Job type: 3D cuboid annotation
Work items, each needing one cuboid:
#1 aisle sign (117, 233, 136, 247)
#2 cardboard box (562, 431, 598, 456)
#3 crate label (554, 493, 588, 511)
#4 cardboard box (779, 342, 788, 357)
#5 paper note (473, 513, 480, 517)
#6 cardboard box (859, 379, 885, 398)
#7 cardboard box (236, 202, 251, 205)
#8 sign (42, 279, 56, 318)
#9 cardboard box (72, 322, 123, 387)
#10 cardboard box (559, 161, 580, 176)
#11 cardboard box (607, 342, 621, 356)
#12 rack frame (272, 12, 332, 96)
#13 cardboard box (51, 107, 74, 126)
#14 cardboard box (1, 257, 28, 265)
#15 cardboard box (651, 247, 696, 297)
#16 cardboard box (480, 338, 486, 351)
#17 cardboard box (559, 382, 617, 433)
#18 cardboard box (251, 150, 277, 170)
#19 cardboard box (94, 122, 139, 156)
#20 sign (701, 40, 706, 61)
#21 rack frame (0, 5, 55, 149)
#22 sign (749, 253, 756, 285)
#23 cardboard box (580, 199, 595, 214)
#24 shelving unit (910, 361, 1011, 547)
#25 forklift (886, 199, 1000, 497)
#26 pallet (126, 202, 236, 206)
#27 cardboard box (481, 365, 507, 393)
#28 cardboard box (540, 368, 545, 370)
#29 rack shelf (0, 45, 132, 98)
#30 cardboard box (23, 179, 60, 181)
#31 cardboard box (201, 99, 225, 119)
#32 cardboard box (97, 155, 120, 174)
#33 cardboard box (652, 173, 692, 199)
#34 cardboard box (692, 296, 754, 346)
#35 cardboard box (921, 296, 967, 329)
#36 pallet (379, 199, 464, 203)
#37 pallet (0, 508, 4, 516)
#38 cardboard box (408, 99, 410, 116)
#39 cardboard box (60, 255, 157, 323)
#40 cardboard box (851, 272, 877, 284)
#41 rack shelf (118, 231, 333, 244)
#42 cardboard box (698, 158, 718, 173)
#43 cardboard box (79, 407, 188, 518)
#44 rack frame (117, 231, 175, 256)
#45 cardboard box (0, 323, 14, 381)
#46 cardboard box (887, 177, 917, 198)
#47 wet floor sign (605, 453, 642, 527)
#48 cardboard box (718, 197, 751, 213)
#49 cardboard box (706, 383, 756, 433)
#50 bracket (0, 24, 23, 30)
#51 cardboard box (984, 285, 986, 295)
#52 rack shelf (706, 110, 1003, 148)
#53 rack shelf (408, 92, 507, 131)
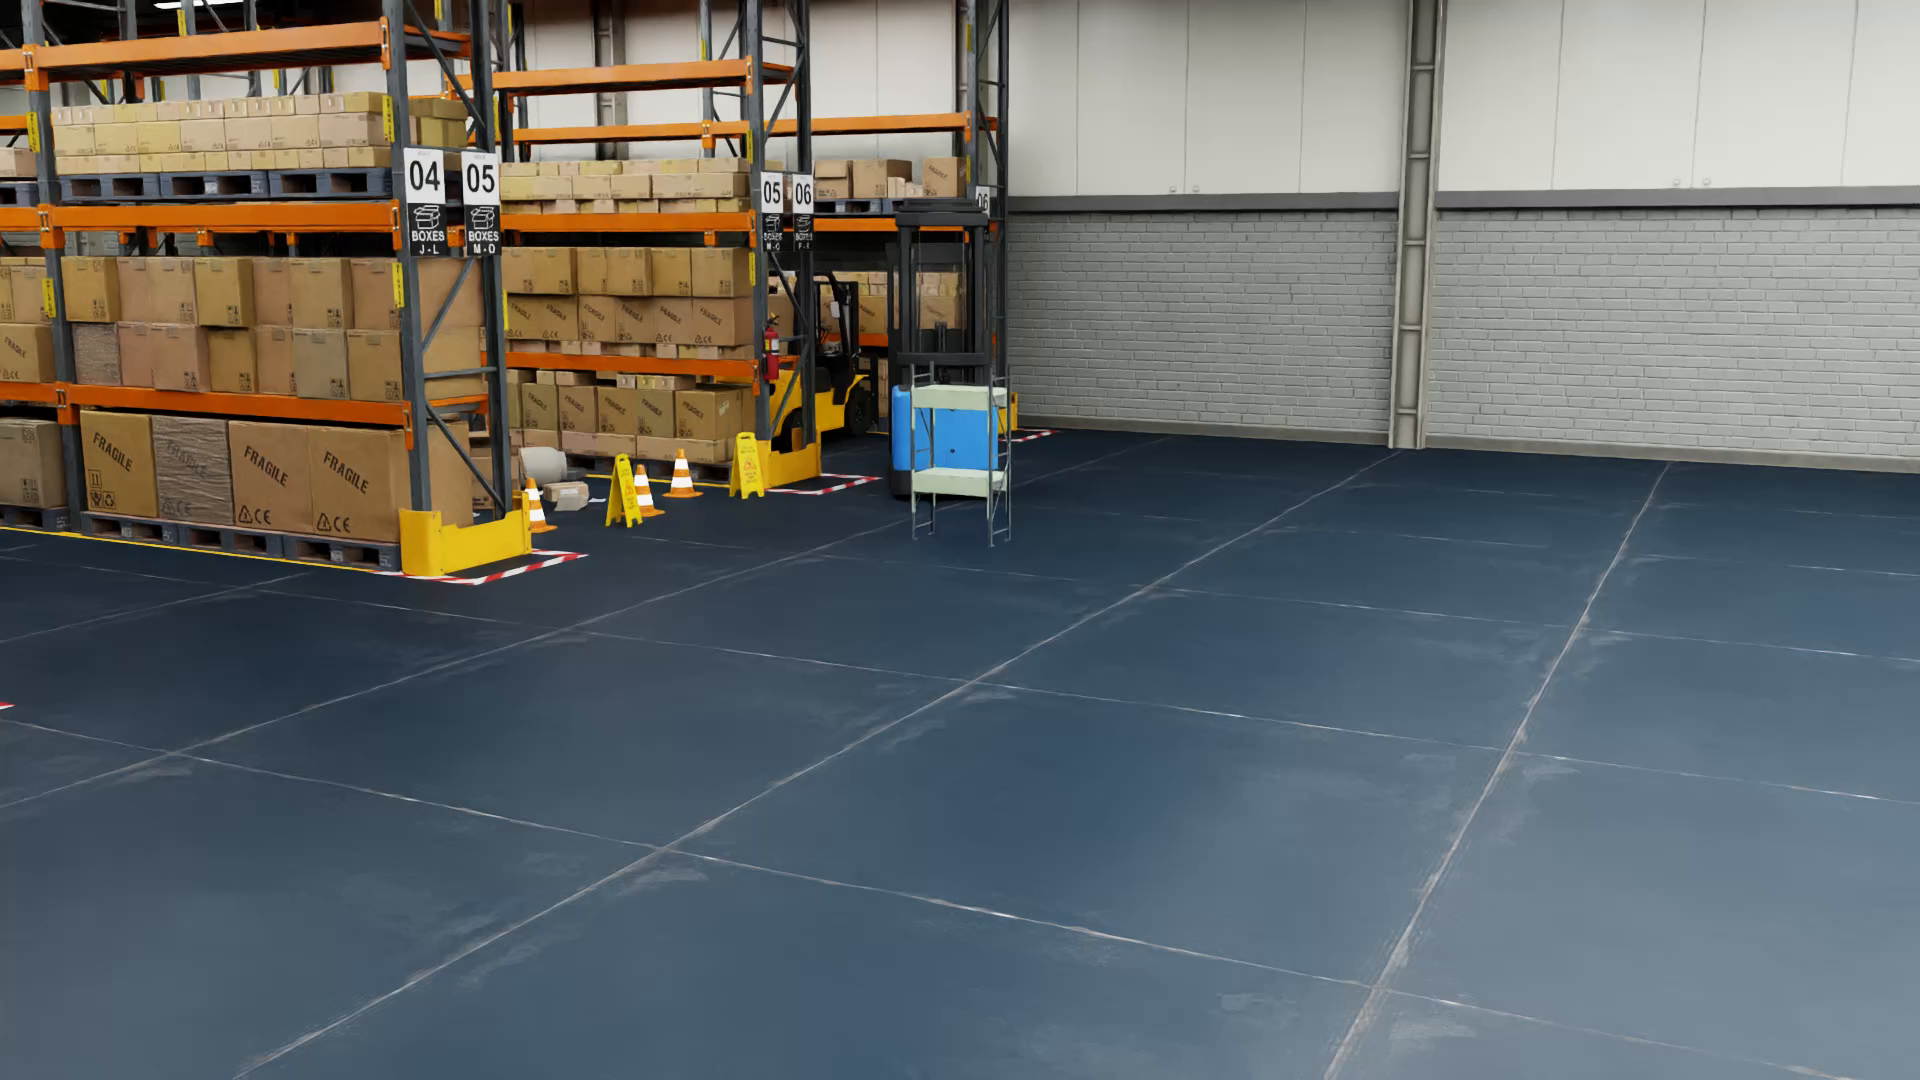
[{"bbox_3d":[-14.179,-5.390,28.291,0.004,0.787,0.394,5,11,26],"label":"aisle sign"},{"bbox_3d":[-4.049,-1.096,18.407,0.500,0.250,0.500,5,11,25],"label":"cardboard box"},{"bbox_3d":[-3.707,-0.366,15.868,0.298,0.136,0.250,-1,10,-4],"label":"crate label"},{"bbox_3d":[-2.045,-2.035,17.757,0.250,0.149,0.380,5,11,26],"label":"cardboard box"},{"bbox_3d":[-4.550,-0.230,15.419,0.144,0.017,0.142,-10,14,-43],"label":"paper note"},{"bbox_3d":[-1.132,-2.058,22.319,0.500,0.250,0.500,5,11,25],"label":"cardboard box"},{"bbox_3d":[-8.570,-4.067,20.234,0.258,0.266,0.396,5,11,26],"label":"cardboard box"},{"bbox_3d":[-7.750,-2.059,14.155,0.005,0.325,0.100,5,11,26],"label":"sign"},{"bbox_3d":[-7.183,-1.662,14.570,0.550,0.550,0.875,5,11,26],"label":"cardboard box"},{"bbox_3d":[-4.089,-3.988,17.886,0.250,0.149,0.380,5,11,25],"label":"cardboard box"},{"bbox_3d":[-3.625,-2.094,18.083,0.250,0.149,0.380,5,11,26],"label":"cardboard box"},{"bbox_3d":[-10.401,-6.789,26.477,0.127,3.000,1.000,5,11,26],"label":"rack frame"},{"bbox_3d":[-7.343,-3.533,13.913,0.250,0.149,0.380,5,11,26],"label":"cardboard box"},{"bbox_3d":[-12.326,-3.505,22.086,0.500,0.500,0.500,5,11,26],"label":"cardboard box"},{"bbox_3d":[-2.838,-2.833,17.537,0.500,0.500,0.700,5,11,26],"label":"cardboard box"},{"bbox_3d":[-5.279,-2.214,18.748,0.250,0.149,0.380,5,11,26],"label":"cardboard box"},{"bbox_3d":[-4.060,-1.466,18.341,0.500,0.500,0.500,6,12,29],"label":"cardboard box"},{"bbox_3d":[-5.293,-2.961,12.990,0.250,0.149,0.380,5,11,25],"label":"cardboard box"},{"bbox_3d":[-6.751,-3.297,13.729,0.500,0.250,0.500,5,11,25],"label":"cardboard box"},{"bbox_3d":[-3.456,-6.570,22.419,0.005,0.325,0.100,5,11,26],"label":"sign"},{"bbox_3d":[-12.594,-5.996,22.095,0.127,3.000,1.000,5,11,26],"label":"rack frame"},{"bbox_3d":[-2.096,-2.737,16.792,0.005,0.325,0.100,5,11,26],"label":"sign"},{"bbox_3d":[-3.864,-3.581,17.876,0.250,0.149,0.380,5,11,26],"label":"cardboard box"},{"bbox_3d":[0.006,-0.737,14.094,0.755,1.500,0.431,5,11,26],"label":"shelving unit"},{"bbox_3d":[-0.225,-2.088,17.535,1.130,2.935,3.031,-1,10,-3],"label":"forklift"},{"bbox_3d":[-9.608,-4.155,20.871,1.003,0.211,1.213,6,12,28],"label":"pallet"},{"bbox_3d":[-7.288,-2.498,25.449,0.500,0.500,0.500,5,12,27],"label":"cardboard box"},{"bbox_3d":[-6.260,-2.509,25.160,0.625,0.625,0.875,5,12,28],"label":"cardboard box"},{"bbox_3d":[-9.313,-4.174,15.170,4.000,0.370,1.077,5,11,26],"label":"rack shelf"},{"bbox_3d":[-8.339,-3.345,15.113,0.380,0.149,0.250,5,11,26],"label":"cardboard box"},{"bbox_3d":[-5.752,-3.393,13.141,0.250,0.149,0.380,5,11,26],"label":"cardboard box"},{"bbox_3d":[-6.887,-3.101,13.763,0.250,0.149,0.380,5,11,26],"label":"cardboard box"},{"bbox_3d":[-2.855,-3.687,17.341,0.500,0.250,0.500,5,11,25],"label":"cardboard box"},{"bbox_3d":[-2.441,-2.293,17.362,0.500,0.500,0.500,5,11,25],"label":"cardboard box"},{"bbox_3d":[-0.197,-2.938,21.760,0.500,0.500,0.500,5,11,25],"label":"cardboard box"},{"bbox_3d":[-5.926,-3.863,19.258,1.003,0.211,1.213,5,11,26],"label":"pallet"},{"bbox_3d":[-9.343,-0.388,15.781,1.213,0.211,1.003,5,11,26],"label":"pallet"},{"bbox_3d":[-4.315,-3.398,13.166,0.250,0.149,0.380,5,11,26],"label":"cardboard box"},{"bbox_3d":[-7.203,-2.186,14.433,0.550,0.550,0.875,5,11,26],"label":"cardboard box"},{"bbox_3d":[-1.243,-3.486,22.130,0.250,0.149,0.380,5,12,27],"label":"cardboard box"},{"bbox_3d":[-12.194,-5.117,27.679,4.000,0.370,1.077,5,11,26],"label":"rack shelf"},{"bbox_3d":[-2.481,-3.850,17.121,0.250,0.149,0.380,5,12,27],"label":"cardboard box"},{"bbox_3d":[-6.986,-0.716,14.550,0.875,0.875,0.875,5,11,27],"label":"cardboard box"},{"bbox_3d":[-13.988,-4.153,28.752,0.127,3.000,1.000,5,11,26],"label":"rack frame"},{"bbox_3d":[-8.558,-1.703,14.936,0.500,0.500,0.500,5,11,25],"label":"cardboard box"},{"bbox_3d":[-0.744,-4.594,21.688,0.258,0.266,0.396,5,11,26],"label":"cardboard box"},{"bbox_3d":[-3.030,-0.456,14.936,0.232,0.644,0.267,3,11,16],"label":"wet floor sign"},{"bbox_3d":[-2.276,-3.435,17.068,0.250,0.149,0.380,5,11,26],"label":"cardboard box"},{"bbox_3d":[-2.455,-1.431,18.150,0.500,0.500,0.500,5,11,24],"label":"cardboard box"},{"bbox_3d":[-19.042,-9.429,30.951,5.218,0.066,0.076,5,11,26],"label":"bracket"},{"bbox_3d":[0.171,-3.328,22.096,0.250,0.149,0.380,5,11,24],"label":"cardboard box"},{"bbox_3d":[-1.433,-5.451,22.222,4.000,0.370,1.077,5,11,26],"label":"rack shelf"},{"bbox_3d":[-7.213,-4.973,19.582,4.000,0.370,1.077,5,11,26],"label":"rack shelf"}]
